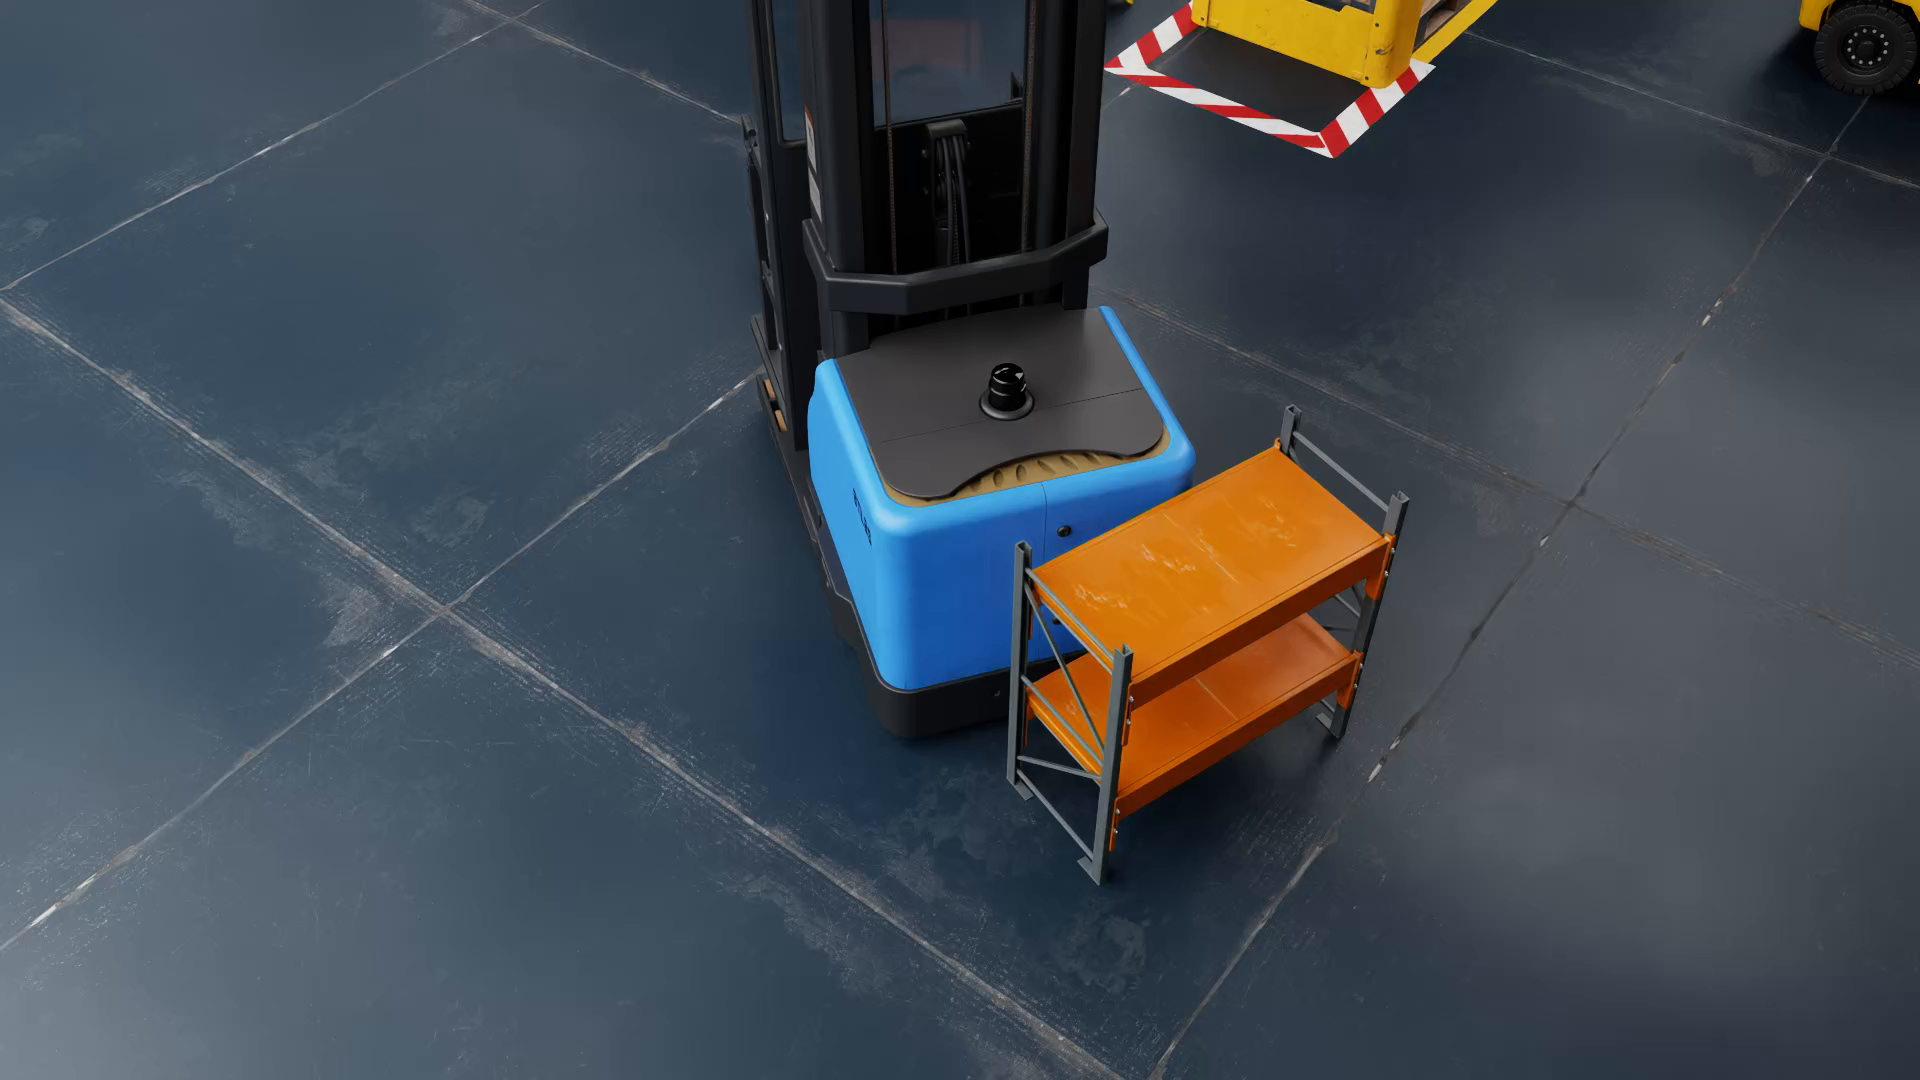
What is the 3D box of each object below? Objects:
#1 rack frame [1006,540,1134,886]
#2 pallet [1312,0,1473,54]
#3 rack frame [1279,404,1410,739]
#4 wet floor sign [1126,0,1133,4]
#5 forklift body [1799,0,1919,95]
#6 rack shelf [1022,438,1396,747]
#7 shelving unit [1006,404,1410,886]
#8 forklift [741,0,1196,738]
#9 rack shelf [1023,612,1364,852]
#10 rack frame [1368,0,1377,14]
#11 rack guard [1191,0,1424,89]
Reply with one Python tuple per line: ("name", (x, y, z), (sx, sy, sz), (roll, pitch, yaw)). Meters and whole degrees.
("rack frame", (0.308, 0.542, 4.954), (0.032, 1.125, 0.500), (-26, 52, -23))
("pallet", (2.306, -3.149, 9.112), (1.003, 0.211, 1.213), (29, 53, 25))
("rack frame", (1.147, 0.127, 5.350), (0.032, 1.125, 0.500), (-26, 52, -23))
("wet floor sign", (0.771, -3.171, 8.832), (0.232, 0.644, 0.267), (-25, 51, -22))
("forklift body", (5.380, -3.026, 7.653), (2.313, 2.155, 1.214), (29, 53, 25))
("rack shelf", (0.727, 0.133, 4.940), (1.000, 0.278, 0.538), (-26, 52, -23))
("shelving unit", (0.727, 0.335, 5.152), (1.048, 1.125, 0.538), (-26, 52, -23))
("forklift", (-0.182, -1.443, 5.601), (1.130, 2.935, 3.031), (-12, 48, -12))
("rack shelf", (0.727, 0.504, 5.329), (1.000, 0.278, 0.538), (-26, 52, -23))
("rack frame", (1.734, -3.619, 7.633), (1.000, 3.000, 0.127), (29, 53, 25))
("rack guard", (1.781, -2.800, 8.579), (1.175, 0.500, 0.348), (29, 53, 25))
